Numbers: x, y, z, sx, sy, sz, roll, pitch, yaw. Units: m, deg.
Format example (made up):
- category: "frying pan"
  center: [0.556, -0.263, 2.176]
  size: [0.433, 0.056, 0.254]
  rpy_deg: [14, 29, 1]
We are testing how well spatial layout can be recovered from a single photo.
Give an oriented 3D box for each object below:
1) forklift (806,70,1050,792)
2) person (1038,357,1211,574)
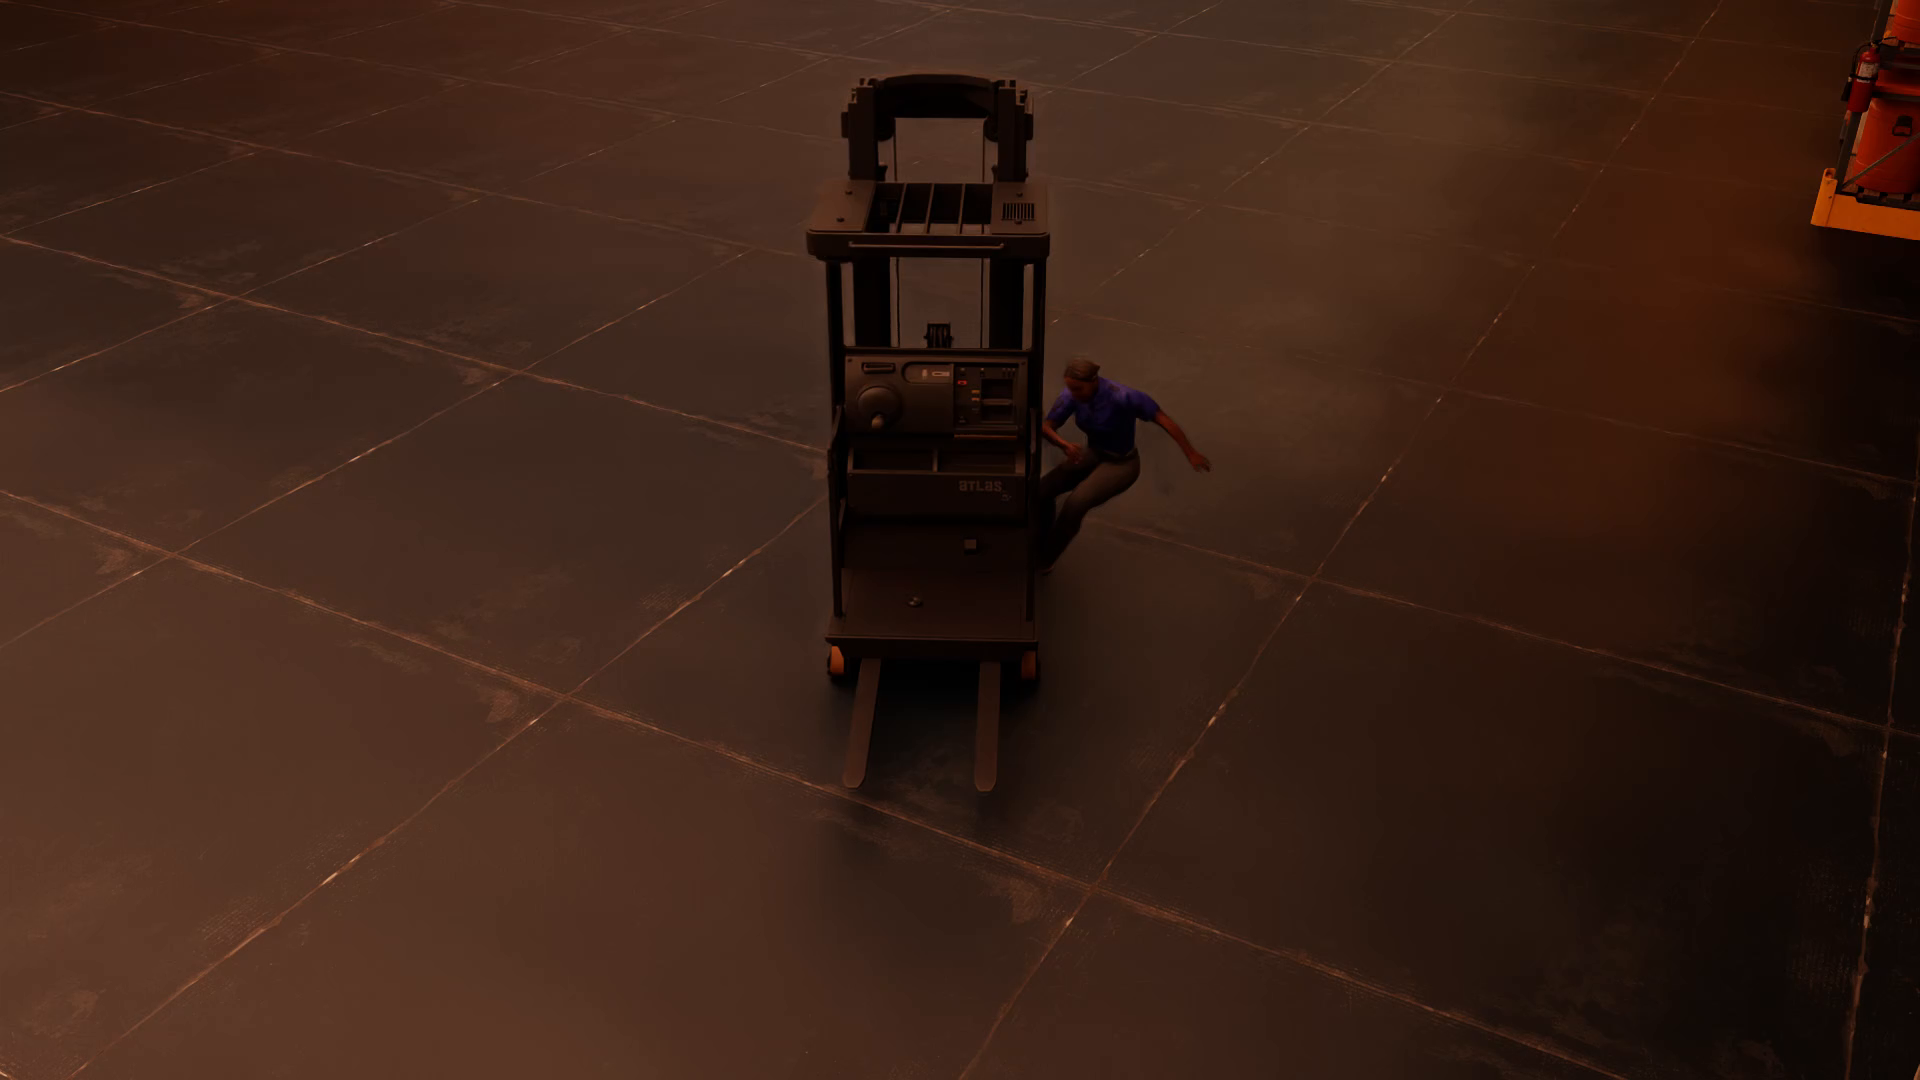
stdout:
- category: "forklift"
  center: [-0.127, -0.694, 8.274]
  size: [1.130, 2.935, 3.031]
  rpy_deg: [1, 30, 2]
- category: "person"
  center: [0.746, -0.345, 9.329]
  size: [0.998, 1.380, 0.904]
  rpy_deg: [26, 39, 37]
